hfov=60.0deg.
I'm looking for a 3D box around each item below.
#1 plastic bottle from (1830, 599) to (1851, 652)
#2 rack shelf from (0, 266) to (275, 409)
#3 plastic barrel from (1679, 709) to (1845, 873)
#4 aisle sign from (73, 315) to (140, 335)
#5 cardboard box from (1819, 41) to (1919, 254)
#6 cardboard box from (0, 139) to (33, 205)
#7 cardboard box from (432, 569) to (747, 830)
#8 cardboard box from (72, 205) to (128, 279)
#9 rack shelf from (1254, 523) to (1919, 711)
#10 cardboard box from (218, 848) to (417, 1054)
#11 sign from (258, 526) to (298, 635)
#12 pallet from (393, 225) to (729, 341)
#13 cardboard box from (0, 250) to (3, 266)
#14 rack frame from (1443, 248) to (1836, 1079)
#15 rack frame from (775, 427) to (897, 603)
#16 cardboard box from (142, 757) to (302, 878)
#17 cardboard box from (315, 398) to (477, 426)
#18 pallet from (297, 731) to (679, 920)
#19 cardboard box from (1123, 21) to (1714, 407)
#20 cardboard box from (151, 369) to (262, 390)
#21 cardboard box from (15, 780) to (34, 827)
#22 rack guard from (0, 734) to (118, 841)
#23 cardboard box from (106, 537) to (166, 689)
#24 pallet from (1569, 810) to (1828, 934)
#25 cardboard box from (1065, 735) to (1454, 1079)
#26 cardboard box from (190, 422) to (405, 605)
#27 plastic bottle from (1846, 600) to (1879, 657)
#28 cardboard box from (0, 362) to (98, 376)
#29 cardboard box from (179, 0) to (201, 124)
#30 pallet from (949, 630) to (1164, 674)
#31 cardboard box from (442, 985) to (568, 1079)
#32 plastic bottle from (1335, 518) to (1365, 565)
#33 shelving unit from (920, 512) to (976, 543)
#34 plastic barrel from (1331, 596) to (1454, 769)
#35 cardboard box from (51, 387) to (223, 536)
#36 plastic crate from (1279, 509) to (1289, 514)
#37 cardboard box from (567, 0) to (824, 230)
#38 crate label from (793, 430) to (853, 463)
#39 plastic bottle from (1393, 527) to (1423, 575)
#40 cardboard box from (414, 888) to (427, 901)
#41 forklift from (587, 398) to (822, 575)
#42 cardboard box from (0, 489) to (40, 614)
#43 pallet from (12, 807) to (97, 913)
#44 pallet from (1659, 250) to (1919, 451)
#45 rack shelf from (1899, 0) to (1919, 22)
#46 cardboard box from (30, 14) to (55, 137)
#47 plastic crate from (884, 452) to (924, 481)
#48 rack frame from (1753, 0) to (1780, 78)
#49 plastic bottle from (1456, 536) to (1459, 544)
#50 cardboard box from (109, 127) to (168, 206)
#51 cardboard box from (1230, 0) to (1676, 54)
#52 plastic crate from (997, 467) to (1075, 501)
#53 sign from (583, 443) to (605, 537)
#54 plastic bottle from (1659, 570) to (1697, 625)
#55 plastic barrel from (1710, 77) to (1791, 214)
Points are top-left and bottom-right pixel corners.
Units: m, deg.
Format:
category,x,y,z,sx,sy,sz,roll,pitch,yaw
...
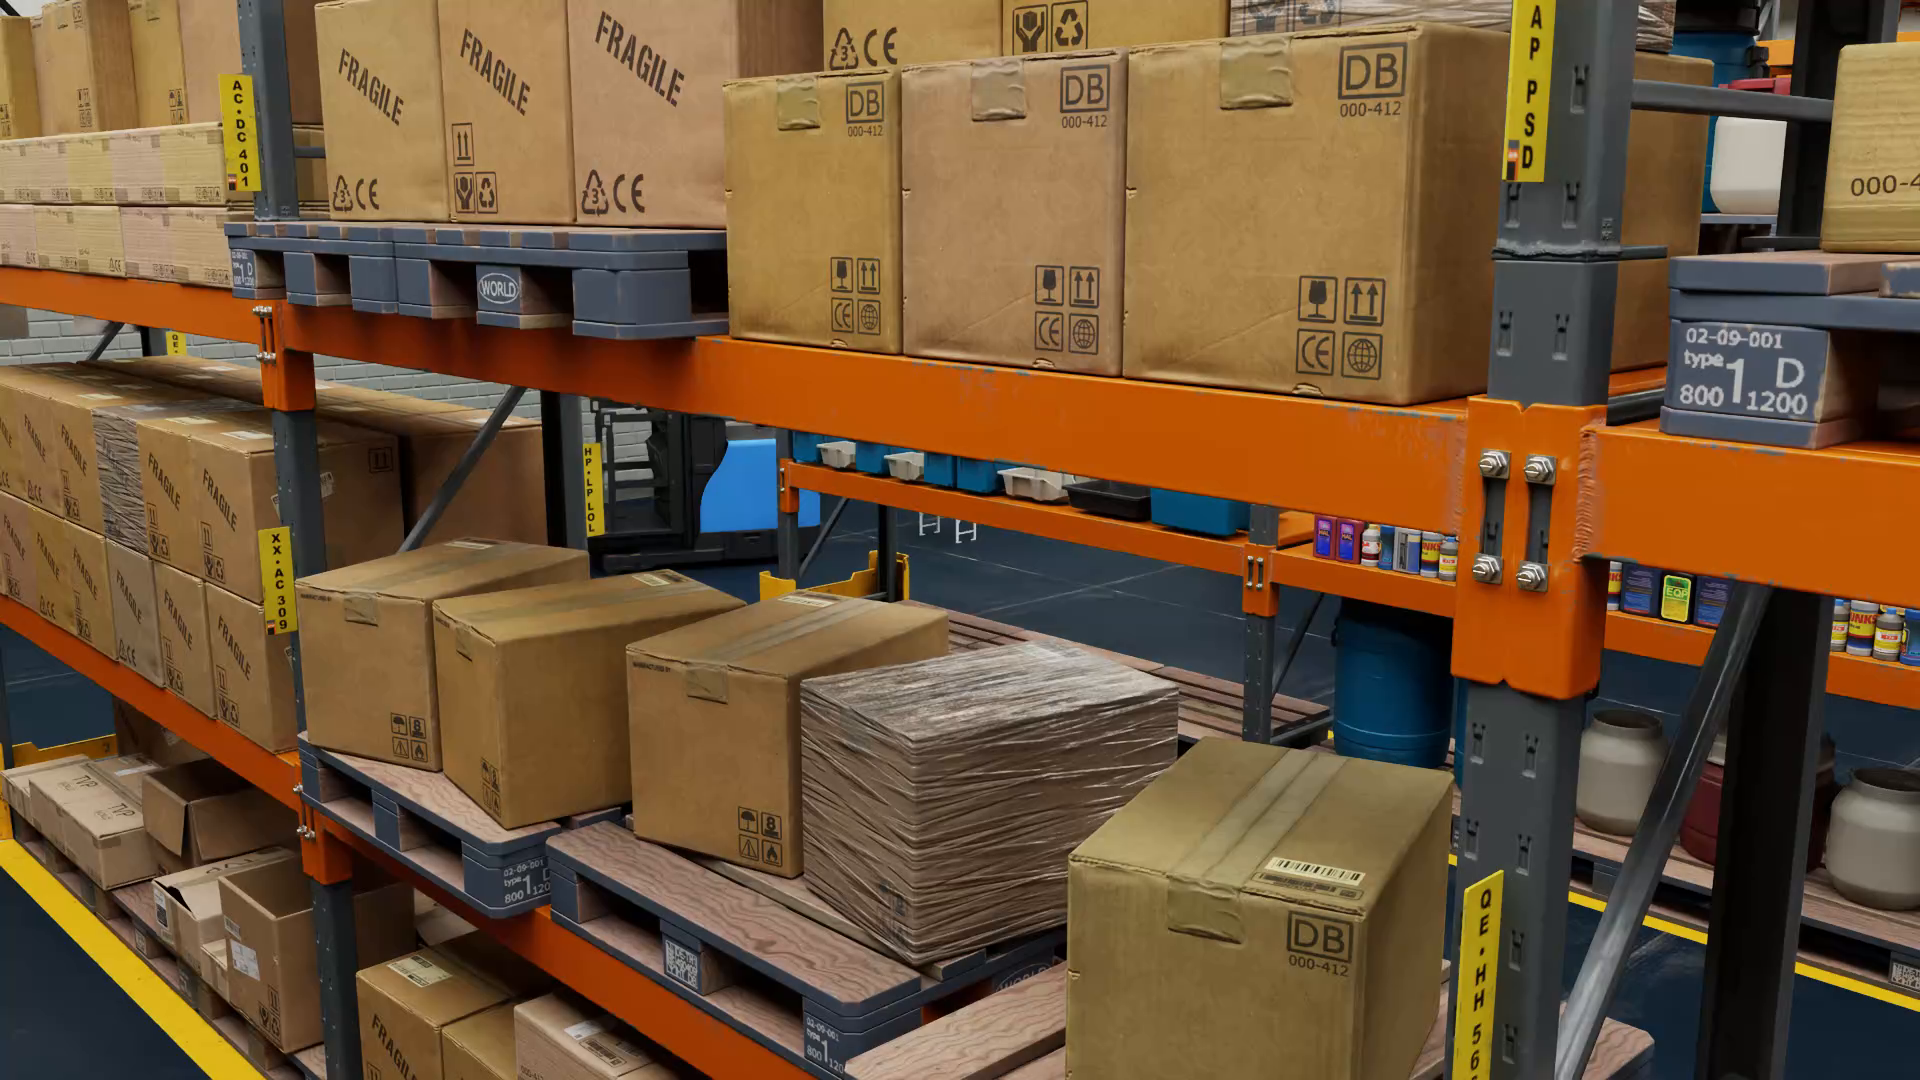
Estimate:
category,x,y,z,sx,sy,sz,roll,pitch,yaw
plastic bottle,3.510,0.339,6.662,0.097,0.201,0.097,0,12,0
rack shelf,-3.069,-0.937,6.714,1.077,0.370,4.000,-11,16,-43
plastic barrel,3.530,1.107,7.378,0.600,0.588,0.708,-11,16,-43
aisle sign,-4.275,-1.438,8.354,0.394,0.787,0.004,-11,16,-43
cardboard box,1.429,-0.488,2.081,0.500,0.250,0.500,10,15,41
cardboard box,-3.593,-1.495,6.774,0.500,0.250,0.500,-11,16,-43
cardboard box,-1.001,0.409,4.544,0.700,0.500,0.500,-8,14,-34
cardboard box,-2.905,-1.104,6.114,0.500,0.250,0.500,-11,16,-43
rack shelf,3.279,0.426,7.531,1.077,0.370,4.000,-11,16,-43
cardboard box,-2.286,1.437,5.947,0.500,0.500,0.500,-11,16,-43
sign,-2.075,0.124,5.068,0.100,0.325,0.005,-11,16,-43
pallet,-0.569,-0.650,4.002,1.213,0.211,1.003,-11,16,-43
cardboard box,-3.943,-1.323,7.175,0.500,0.250,0.500,-11,16,-43
rack frame,1.075,1.055,2.694,1.000,3.000,0.127,-11,16,-43
rack frame,-0.865,-0.802,11.709,1.000,3.000,0.127,-11,16,-43
cardboard box,-2.989,1.205,7.062,0.797,0.503,0.637,-11,16,-43
cardboard box,-2.166,-0.250,6.306,0.500,0.500,0.500,11,16,43
pallet,-1.215,0.697,4.907,1.003,0.211,1.213,-11,16,-43
cardboard box,0.749,-0.522,2.667,0.910,0.500,0.500,-11,16,-43
cardboard box,-3.233,-0.476,7.399,0.500,0.500,0.500,-10,16,-41
cardboard box,-4.236,1.206,7.896,0.380,0.166,0.250,-11,16,-43
rack guard,-4.397,1.123,8.559,1.175,0.500,0.348,-11,16,-43
cardboard box,-2.932,0.236,6.425,0.500,0.500,0.500,-10,16,-41
pallet,3.247,1.444,7.717,1.003,0.211,1.213,-11,16,-43
cardboard box,0.559,0.724,3.011,0.500,0.500,0.700,6,13,26
cardboard box,-2.224,-0.105,5.600,0.500,0.500,0.500,-11,16,-42
plastic bottle,3.577,0.319,6.586,0.097,0.271,0.097,0,12,0
cardboard box,-4.334,-0.549,7.757,0.500,0.500,0.500,-10,15,-41
cardboard box,-2.294,-1.695,5.883,0.700,0.500,0.500,-11,16,-43
pallet,0.515,0.868,10.516,1.003,0.211,1.213,-11,16,-43
cardboard box,-1.153,1.661,4.858,0.500,0.500,0.500,-11,16,-42
plastic bottle,1.935,-0.029,8.244,0.061,0.283,0.133,-11,16,-43
shelving unit,-0.114,-0.612,15.246,0.258,1.200,0.503,-11,16,-43
plastic barrel,2.261,0.686,8.648,0.600,0.901,0.708,-11,16,-43
cardboard box,-3.274,-0.326,6.675,0.500,0.500,0.500,-11,16,-43
plastic crate,1.680,-0.206,9.322,0.396,0.136,0.243,-11,16,-43
cardboard box,-0.470,-1.023,3.813,0.600,0.600,0.600,11,16,43
crate label,-0.932,-0.667,11.322,0.416,0.233,0.303,-11,16,-43
plastic bottle,2.194,0.017,8.043,0.152,0.276,0.135,-11,16,-43
cardboard box,-2.425,1.428,6.819,0.380,0.166,0.250,-11,16,-43
forklift,-2.770,-1.264,14.123,3.031,2.935,1.130,-4,12,-17
cardboard box,-3.974,0.015,7.496,0.500,0.500,0.500,-11,16,-43
pallet,-3.846,1.381,8.024,1.003,0.211,1.213,-11,16,-43
pallet,1.608,-0.235,1.990,1.213,0.211,1.003,-10,15,-40
rack shelf,14.854,-7.487,22.837,1.077,0.370,4.000,-11,16,-43
cardboard box,-3.376,-1.905,6.901,0.700,0.500,0.500,-11,16,-43
plastic crate,-0.302,-0.463,10.568,0.250,0.136,0.298,-11,16,-43
rack frame,5.480,-3.847,11.620,1.000,3.000,0.127,-11,16,-43
plastic bottle,2.579,-0.035,8.478,0.097,0.201,0.097,0,12,0
cardboard box,-2.562,-1.276,5.707,0.500,0.250,0.500,-11,16,-43
cardboard box,0.778,-1.017,2.594,0.500,0.500,0.500,-11,16,-43
plastic crate,0.478,-0.331,9.926,0.293,0.136,0.466,-11,16,-43
sign,-1.288,-0.173,5.789,0.100,0.325,0.005,-11,16,-43
plastic bottle,3.063,0.210,7.087,0.061,0.283,0.133,-11,16,-43
plastic barrel,3.327,-1.613,6.837,0.433,0.535,0.433,0,12,0
